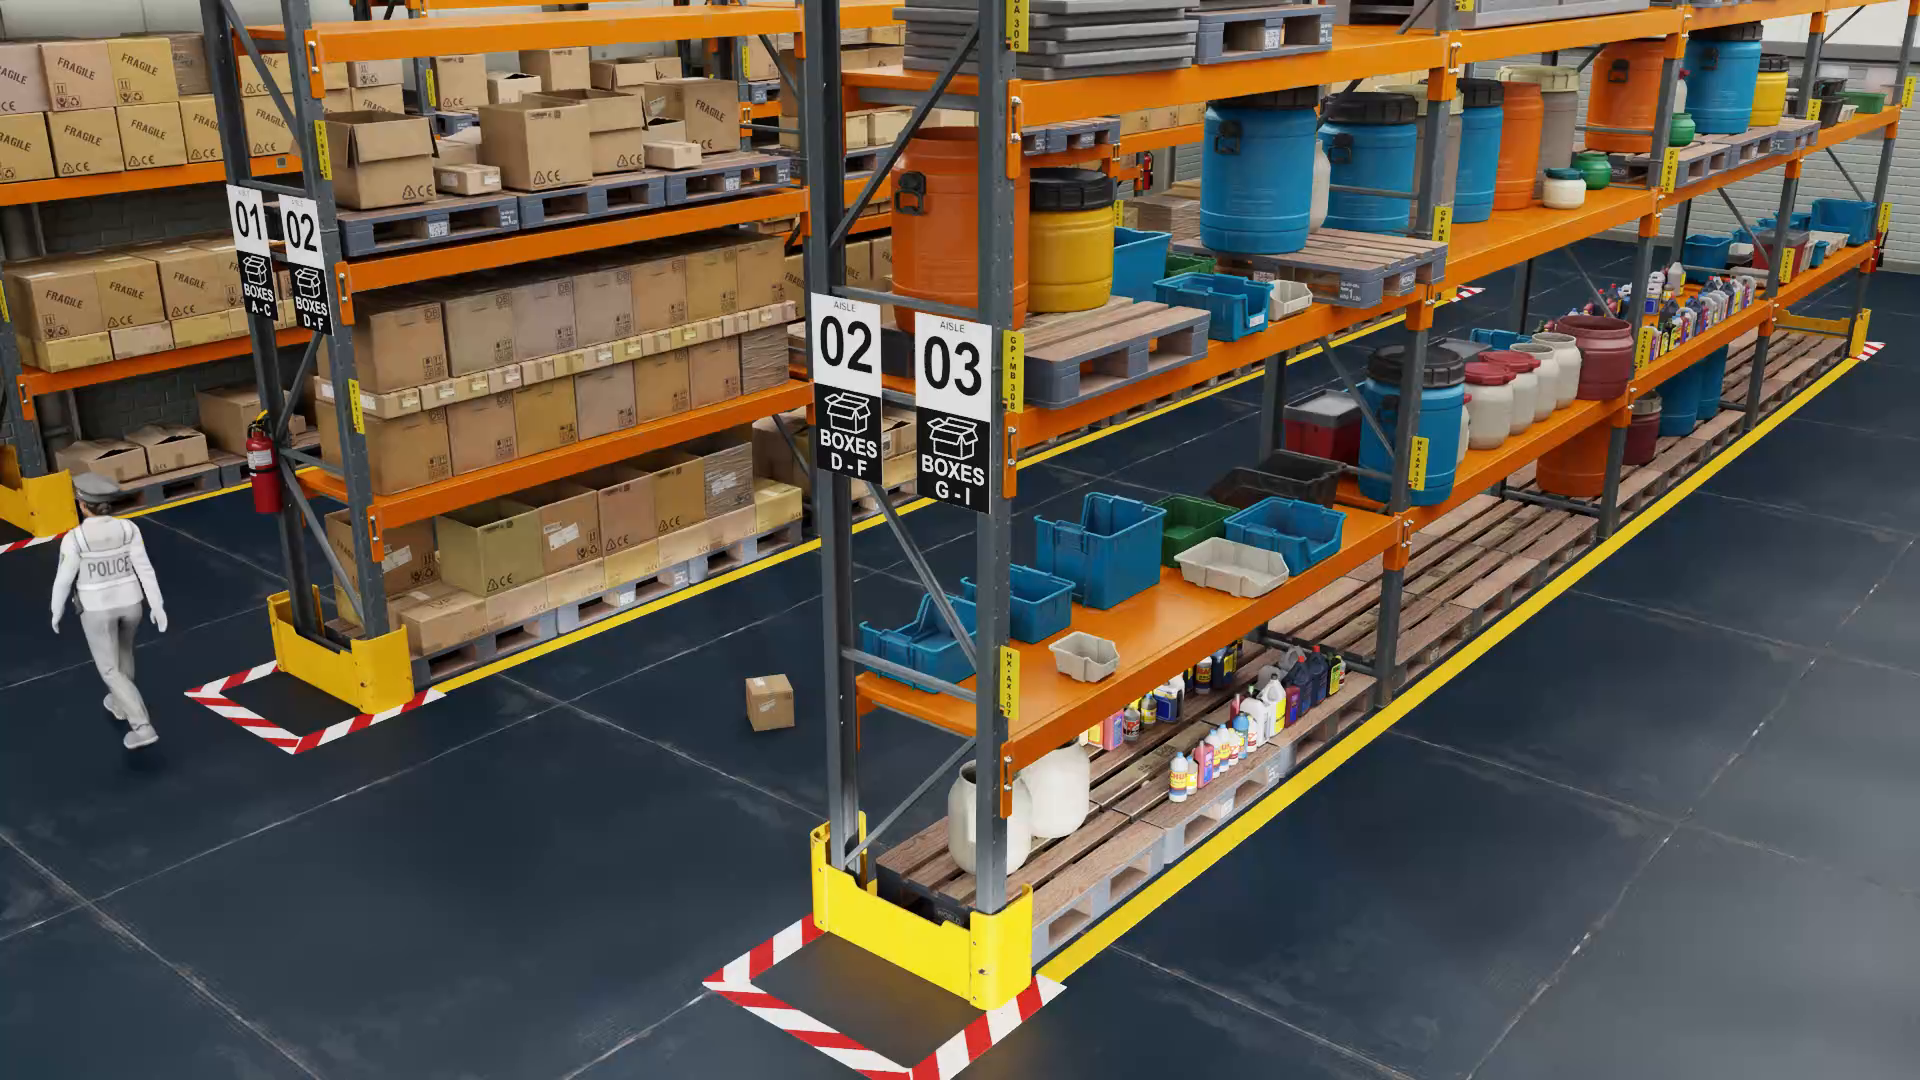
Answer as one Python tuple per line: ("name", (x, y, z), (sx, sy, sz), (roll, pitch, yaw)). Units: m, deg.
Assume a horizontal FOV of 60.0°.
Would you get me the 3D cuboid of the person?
("person", (-5.088, 0.410, 9.941), (0.941, 1.634, 0.543), (16, 26, 37))
